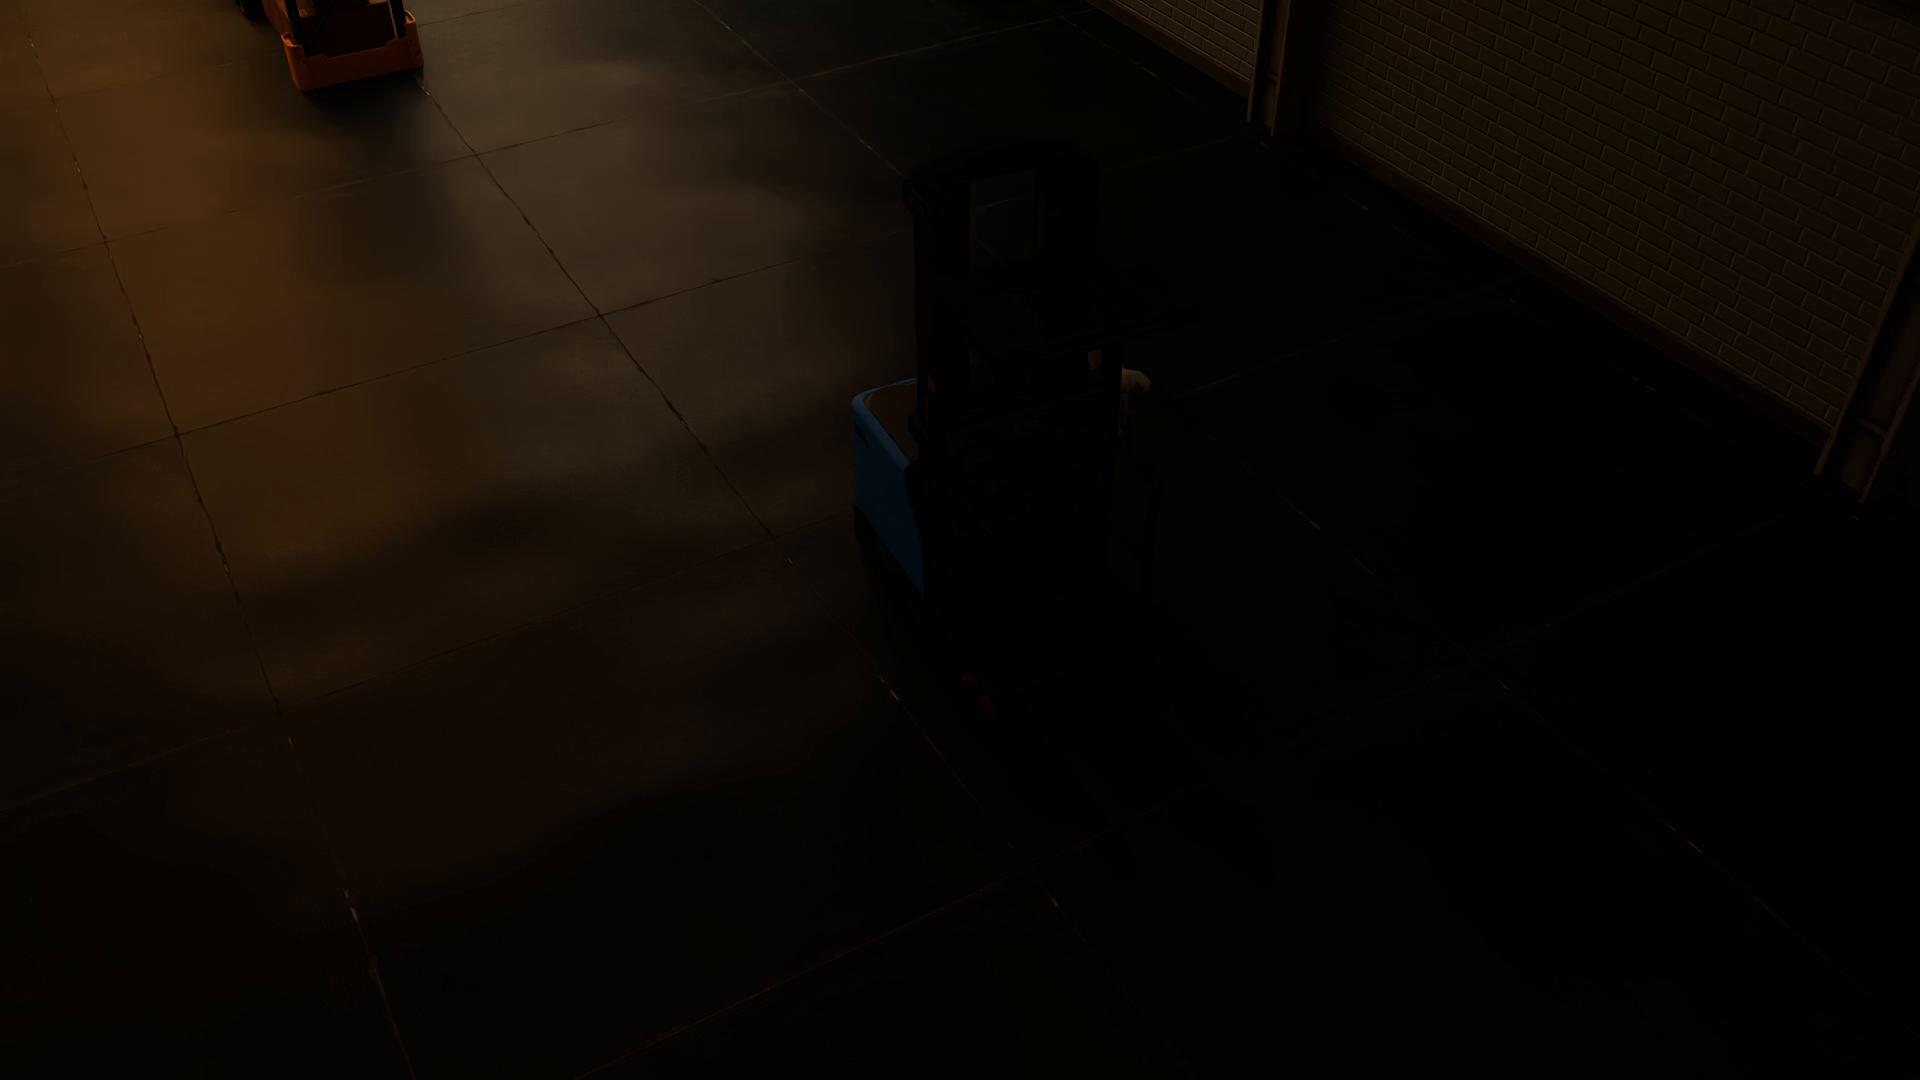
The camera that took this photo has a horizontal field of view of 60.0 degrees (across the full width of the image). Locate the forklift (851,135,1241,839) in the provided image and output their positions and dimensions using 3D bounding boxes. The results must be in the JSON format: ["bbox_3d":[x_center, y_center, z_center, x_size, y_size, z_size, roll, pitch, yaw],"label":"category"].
[{"bbox_3d":[0.456,-0.442,8.569,1.130,2.935,3.031,-18,43,-20],"label":"forklift"}]

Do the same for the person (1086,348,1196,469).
[{"bbox_3d":[0.844,-0.495,9.913,0.998,1.405,0.900,10,41,12],"label":"person"}]
